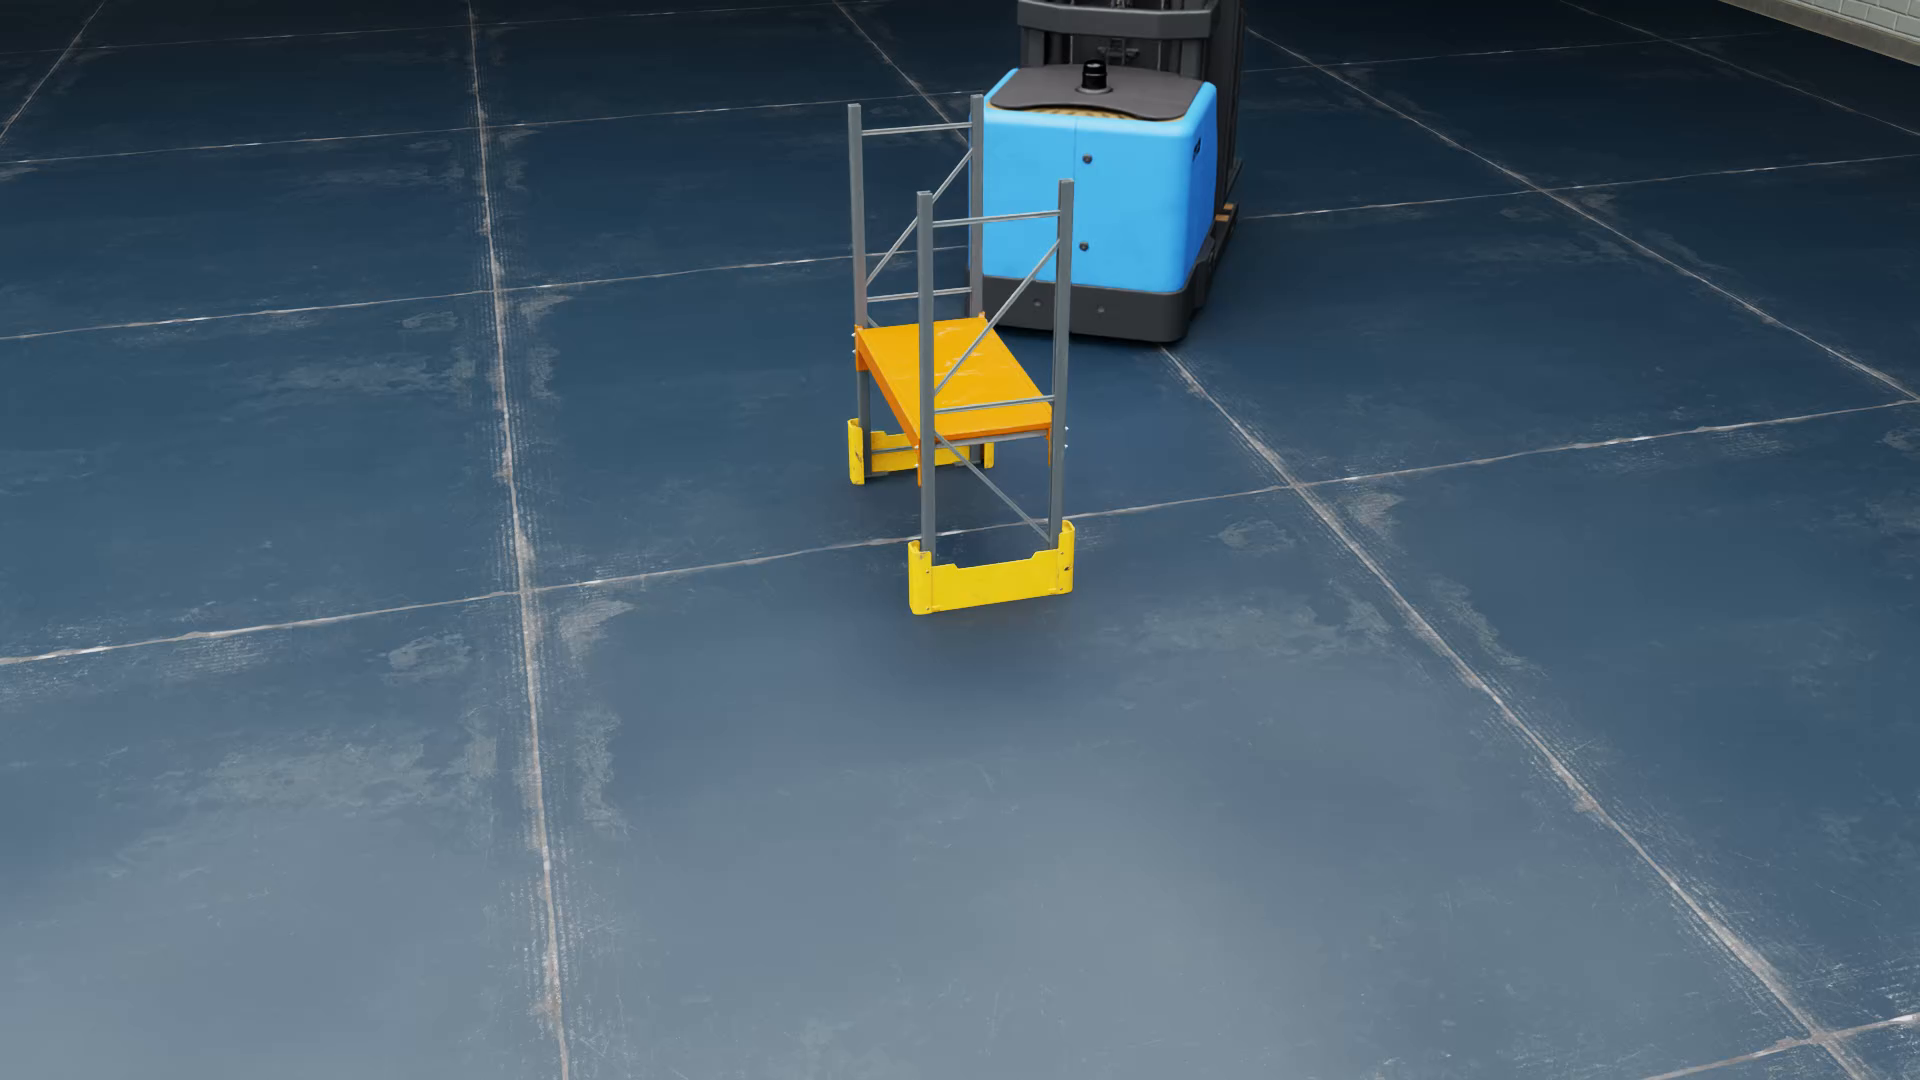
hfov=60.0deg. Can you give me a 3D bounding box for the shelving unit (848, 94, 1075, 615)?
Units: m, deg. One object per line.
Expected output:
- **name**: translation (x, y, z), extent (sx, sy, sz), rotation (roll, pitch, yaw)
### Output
- **shelving unit**: translation (-0.020, -0.686, 5.938), extent (0.587, 1.500, 1.083), rotation (-8, 31, -13)

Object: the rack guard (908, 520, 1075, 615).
- **rack guard**: translation (0.112, 0.096, 5.835), extent (0.587, 0.250, 0.087), rotation (-8, 31, -13)

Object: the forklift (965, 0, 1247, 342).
- **forklift**: translation (0.911, -2.908, 8.348), extent (1.130, 2.935, 3.031), rotation (8, 31, 13)

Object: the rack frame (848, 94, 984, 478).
- **rack frame**: translation (-0.158, -0.936, 6.370), extent (0.500, 1.500, 0.032), rotation (-8, 31, -13)

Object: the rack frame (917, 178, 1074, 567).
- **rack frame**: translation (0.112, -0.445, 5.521), extent (0.500, 1.500, 0.032), rotation (-8, 31, -13)

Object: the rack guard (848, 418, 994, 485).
- **rack guard**: translation (-0.152, -0.386, 6.667), extent (0.587, 0.250, 0.087), rotation (-8, 31, -13)

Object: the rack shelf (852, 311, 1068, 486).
- **rack shelf**: translation (-0.023, -0.535, 6.036), extent (0.538, 0.185, 1.000), rotation (-8, 31, -13)
